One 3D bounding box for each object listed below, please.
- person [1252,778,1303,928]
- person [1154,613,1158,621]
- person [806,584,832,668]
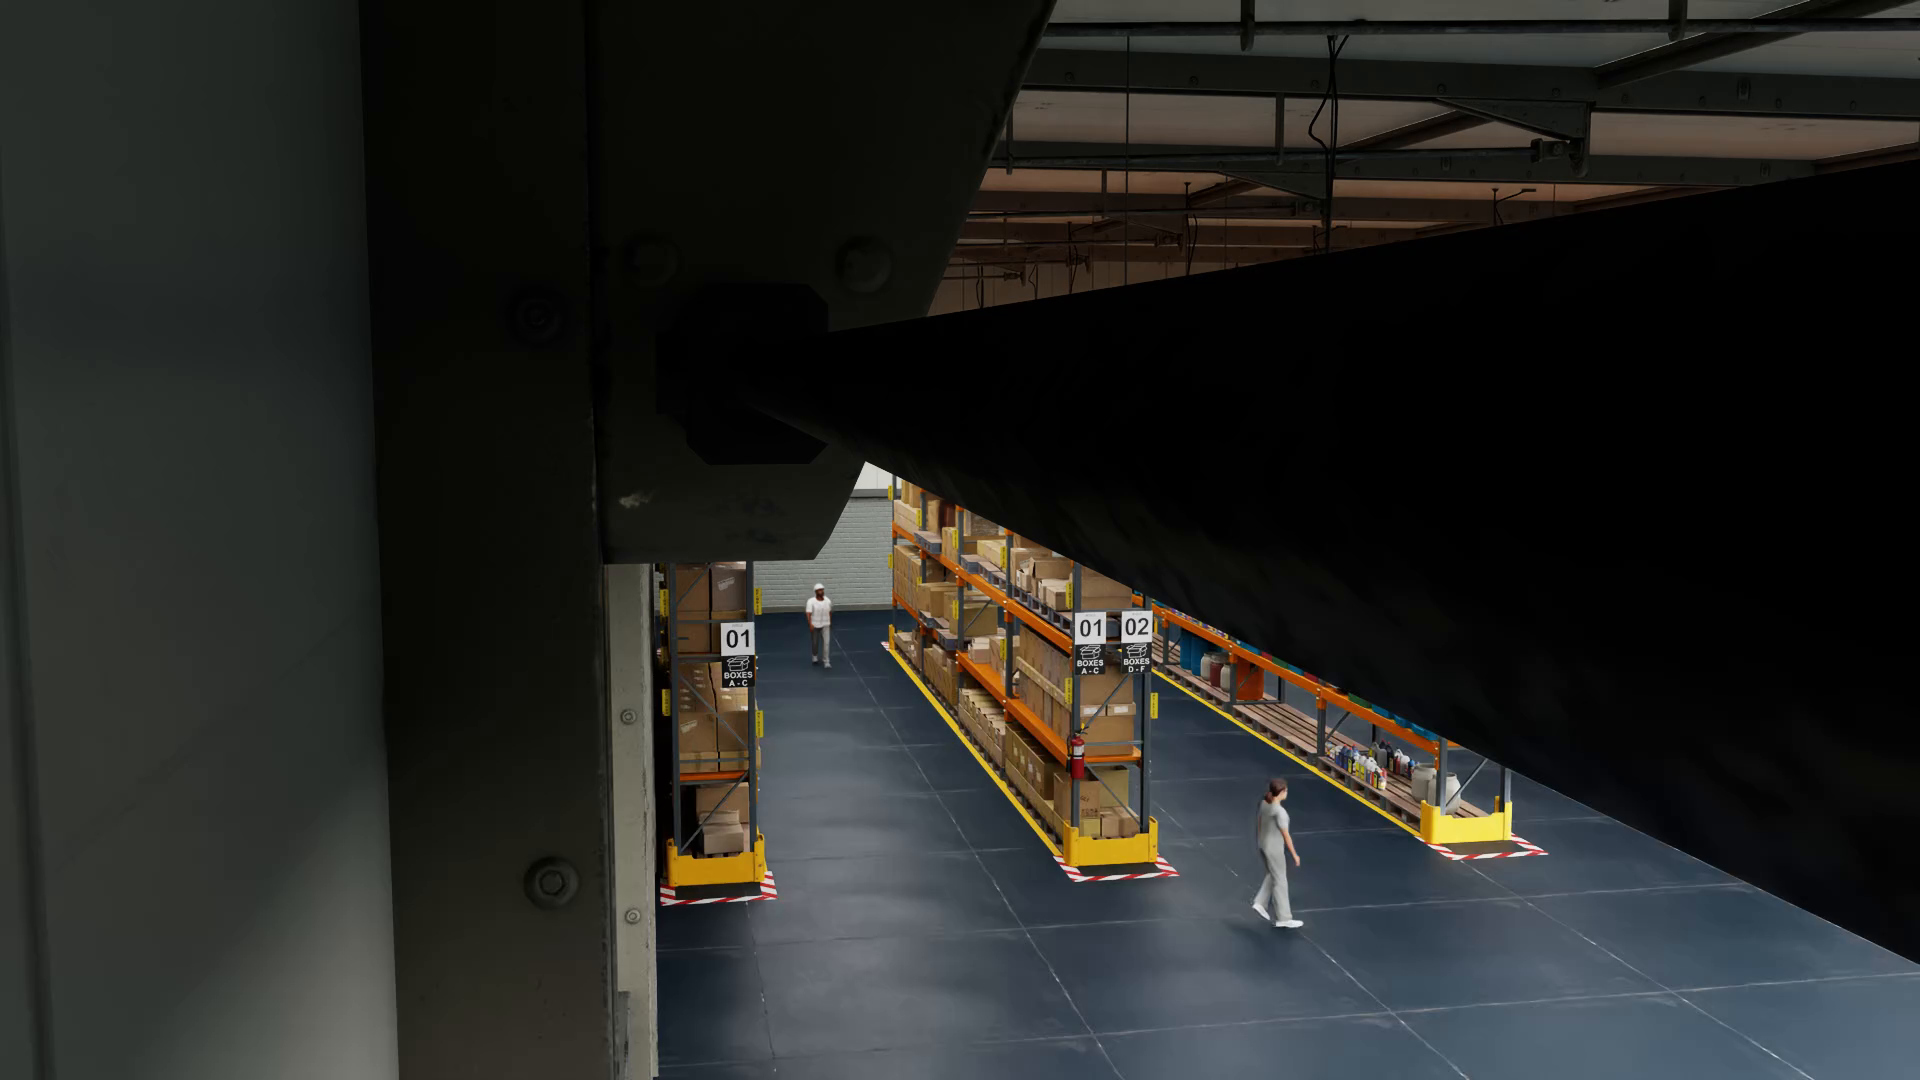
[{"bbox_3d":[3.540,3.490,18.655,0.523,1.677,0.553,-2,6,-17],"label":"person"},{"bbox_3d":[4.872,1.135,40.011,0.569,1.753,0.776,6,8,42],"label":"person"},{"bbox_3d":[-2.896,1.761,34.362,0.572,1.720,1.054,-1,6,-11],"label":"person"}]
